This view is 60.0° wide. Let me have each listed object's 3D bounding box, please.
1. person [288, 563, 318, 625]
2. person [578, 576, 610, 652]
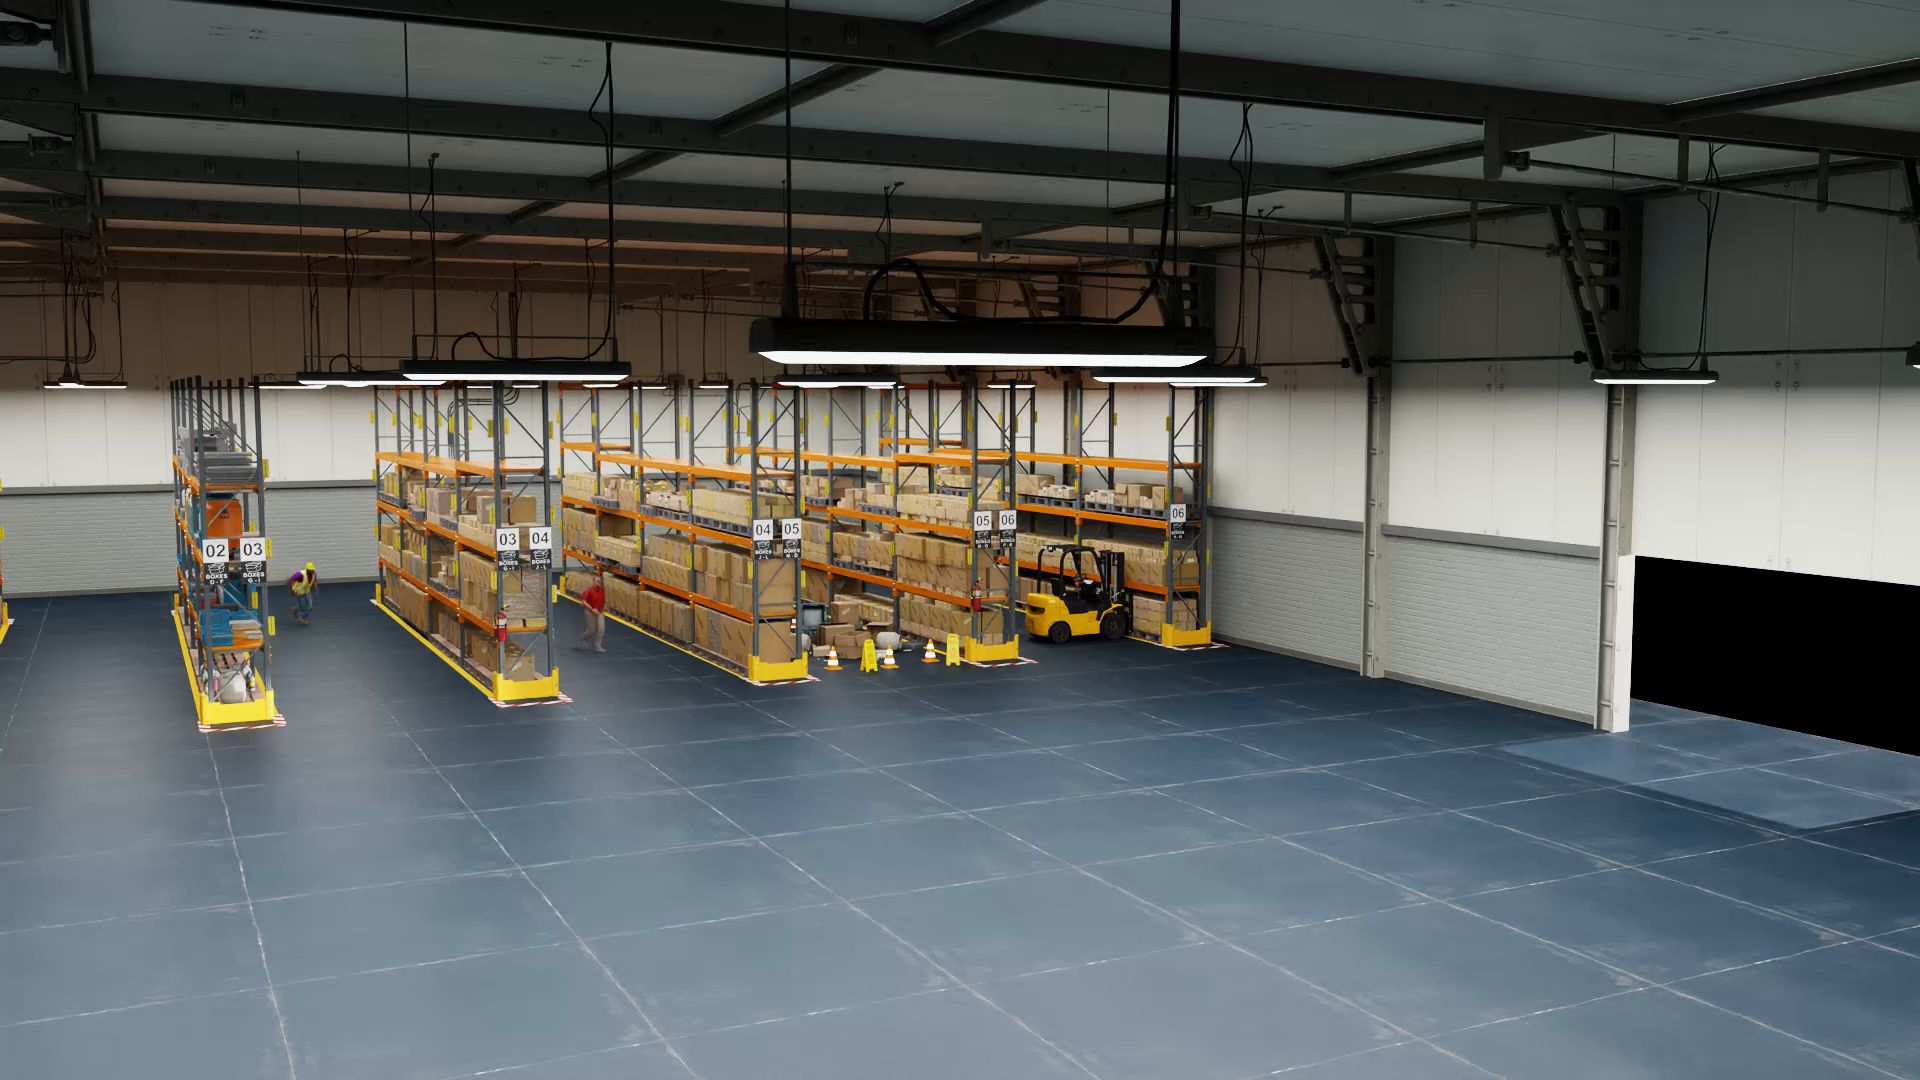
[{"bbox_3d":[-16.166,1.319,40.867,0.960,1.561,0.724,3,6,34],"label":"person"},{"bbox_3d":[-8.130,1.630,36.735,0.804,1.679,0.662,5,7,43],"label":"person"}]
